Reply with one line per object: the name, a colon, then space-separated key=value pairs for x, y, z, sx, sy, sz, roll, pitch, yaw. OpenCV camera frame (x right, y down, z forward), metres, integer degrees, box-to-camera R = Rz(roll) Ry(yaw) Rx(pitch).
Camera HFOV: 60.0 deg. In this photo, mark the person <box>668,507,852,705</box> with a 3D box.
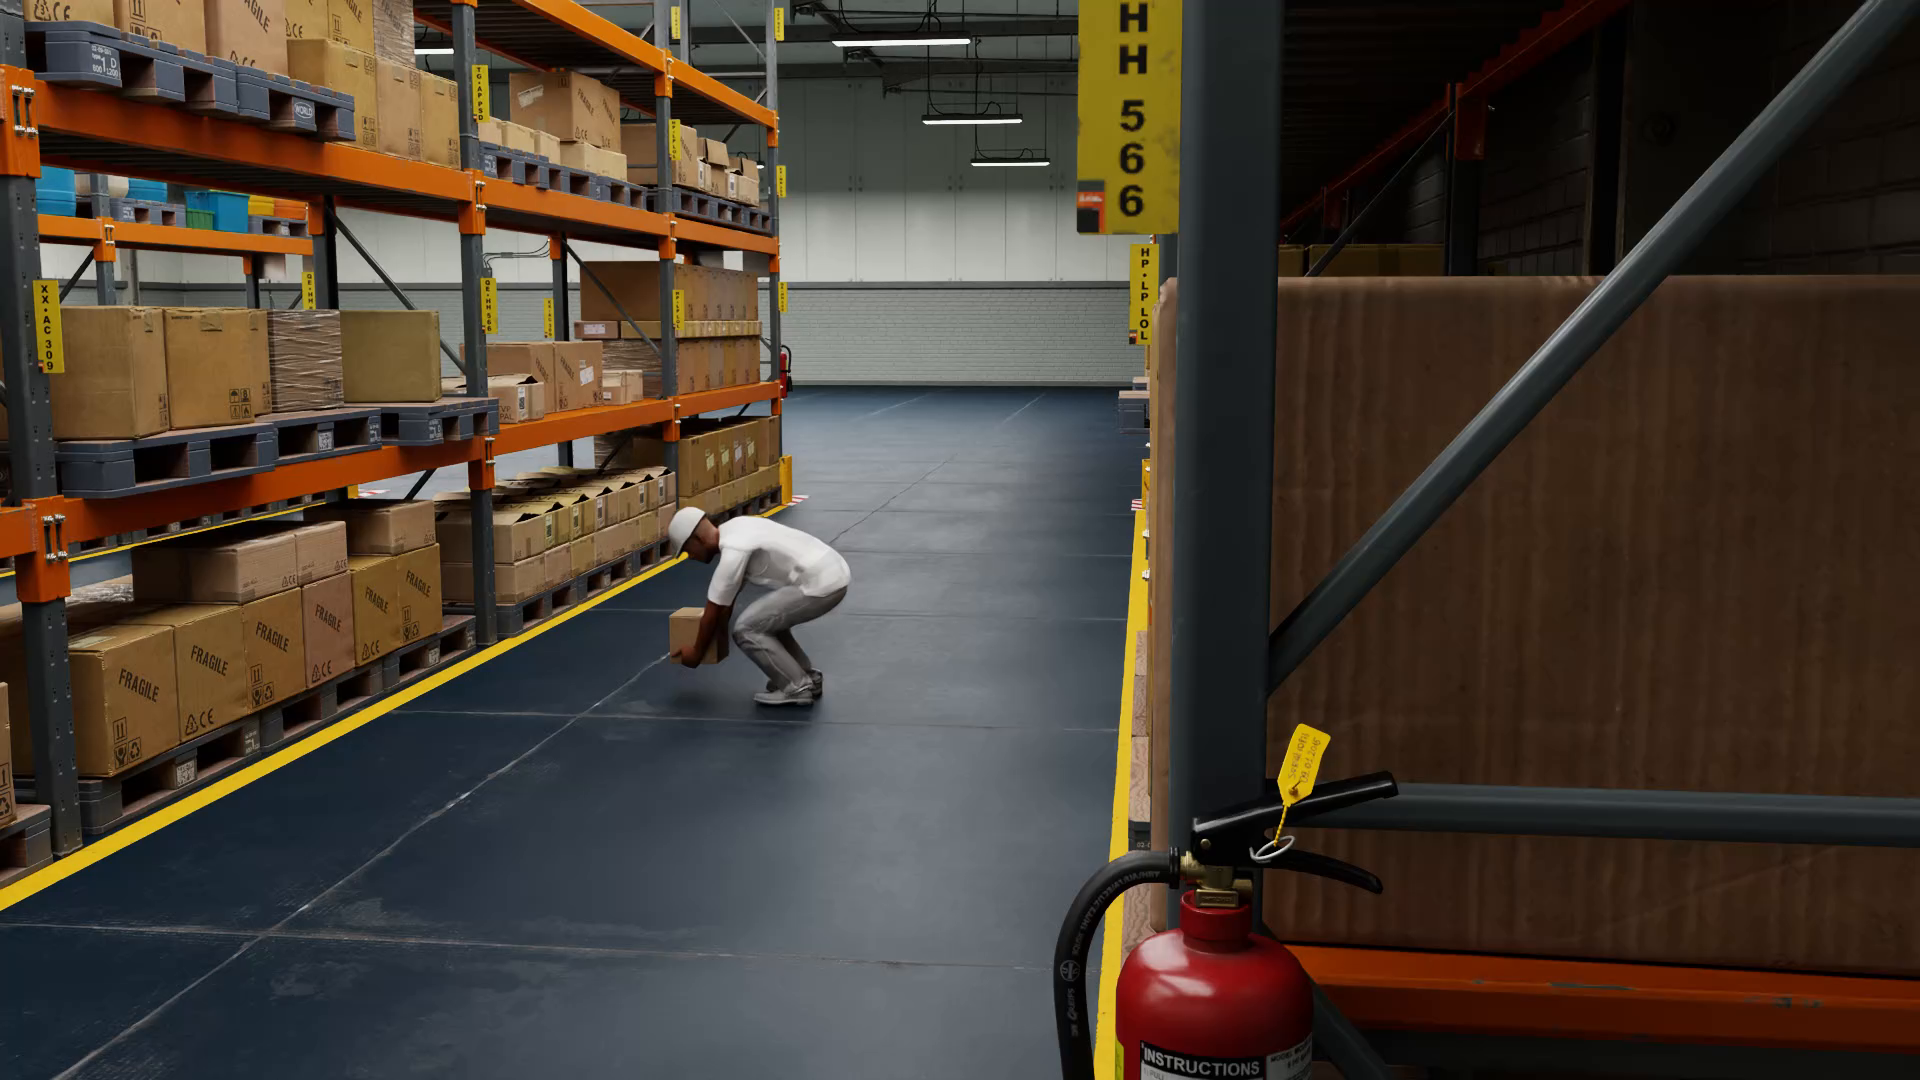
person: x=-1.033 y=0.333 z=8.598 sx=0.934 sy=1.007 sz=0.531 roll=1 pitch=8 yaw=4
